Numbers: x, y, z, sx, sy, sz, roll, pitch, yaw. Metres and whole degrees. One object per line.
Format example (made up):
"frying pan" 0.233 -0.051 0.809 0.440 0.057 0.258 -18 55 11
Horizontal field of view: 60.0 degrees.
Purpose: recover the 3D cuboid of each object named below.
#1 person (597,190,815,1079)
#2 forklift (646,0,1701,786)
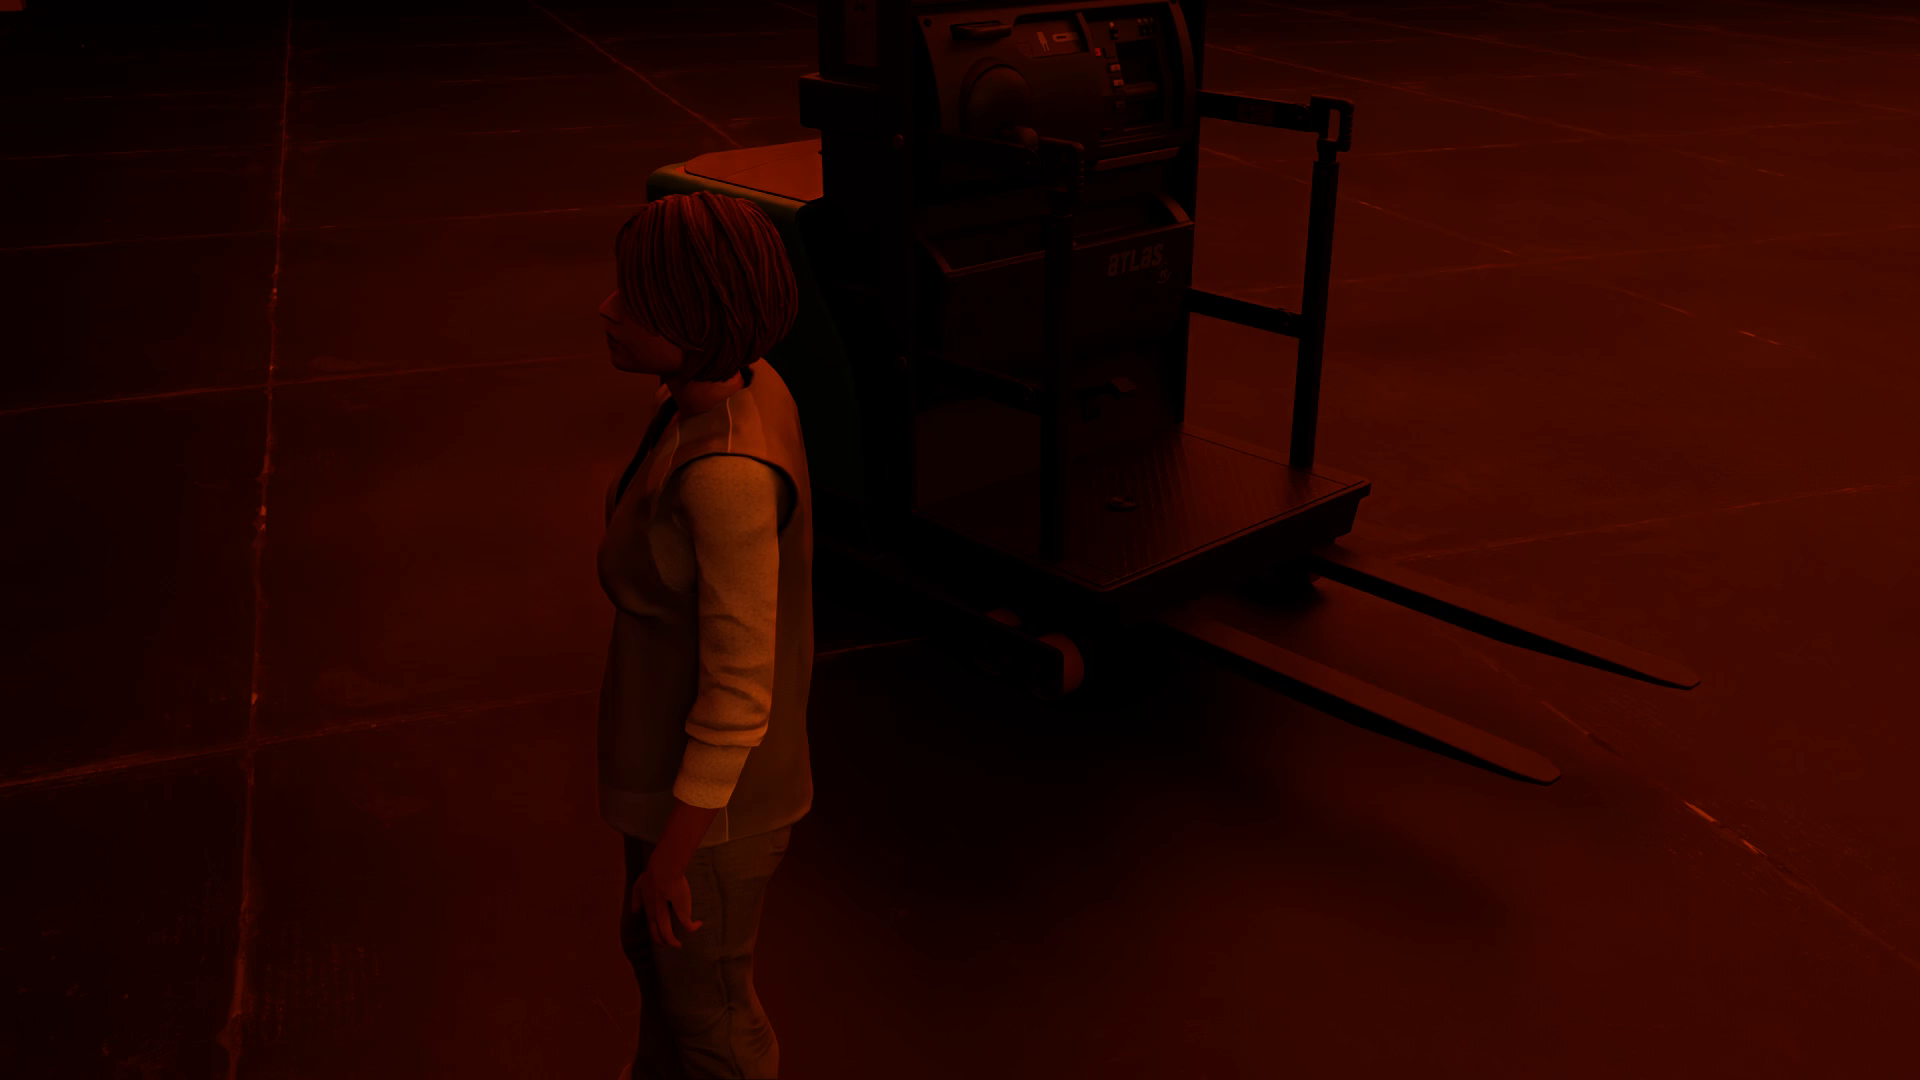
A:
"person" -0.422 0.329 2.219 0.476 1.597 0.518 -4 23 -9
"forklift" 0.409 -1.176 4.096 1.130 2.935 3.031 -19 30 -38
